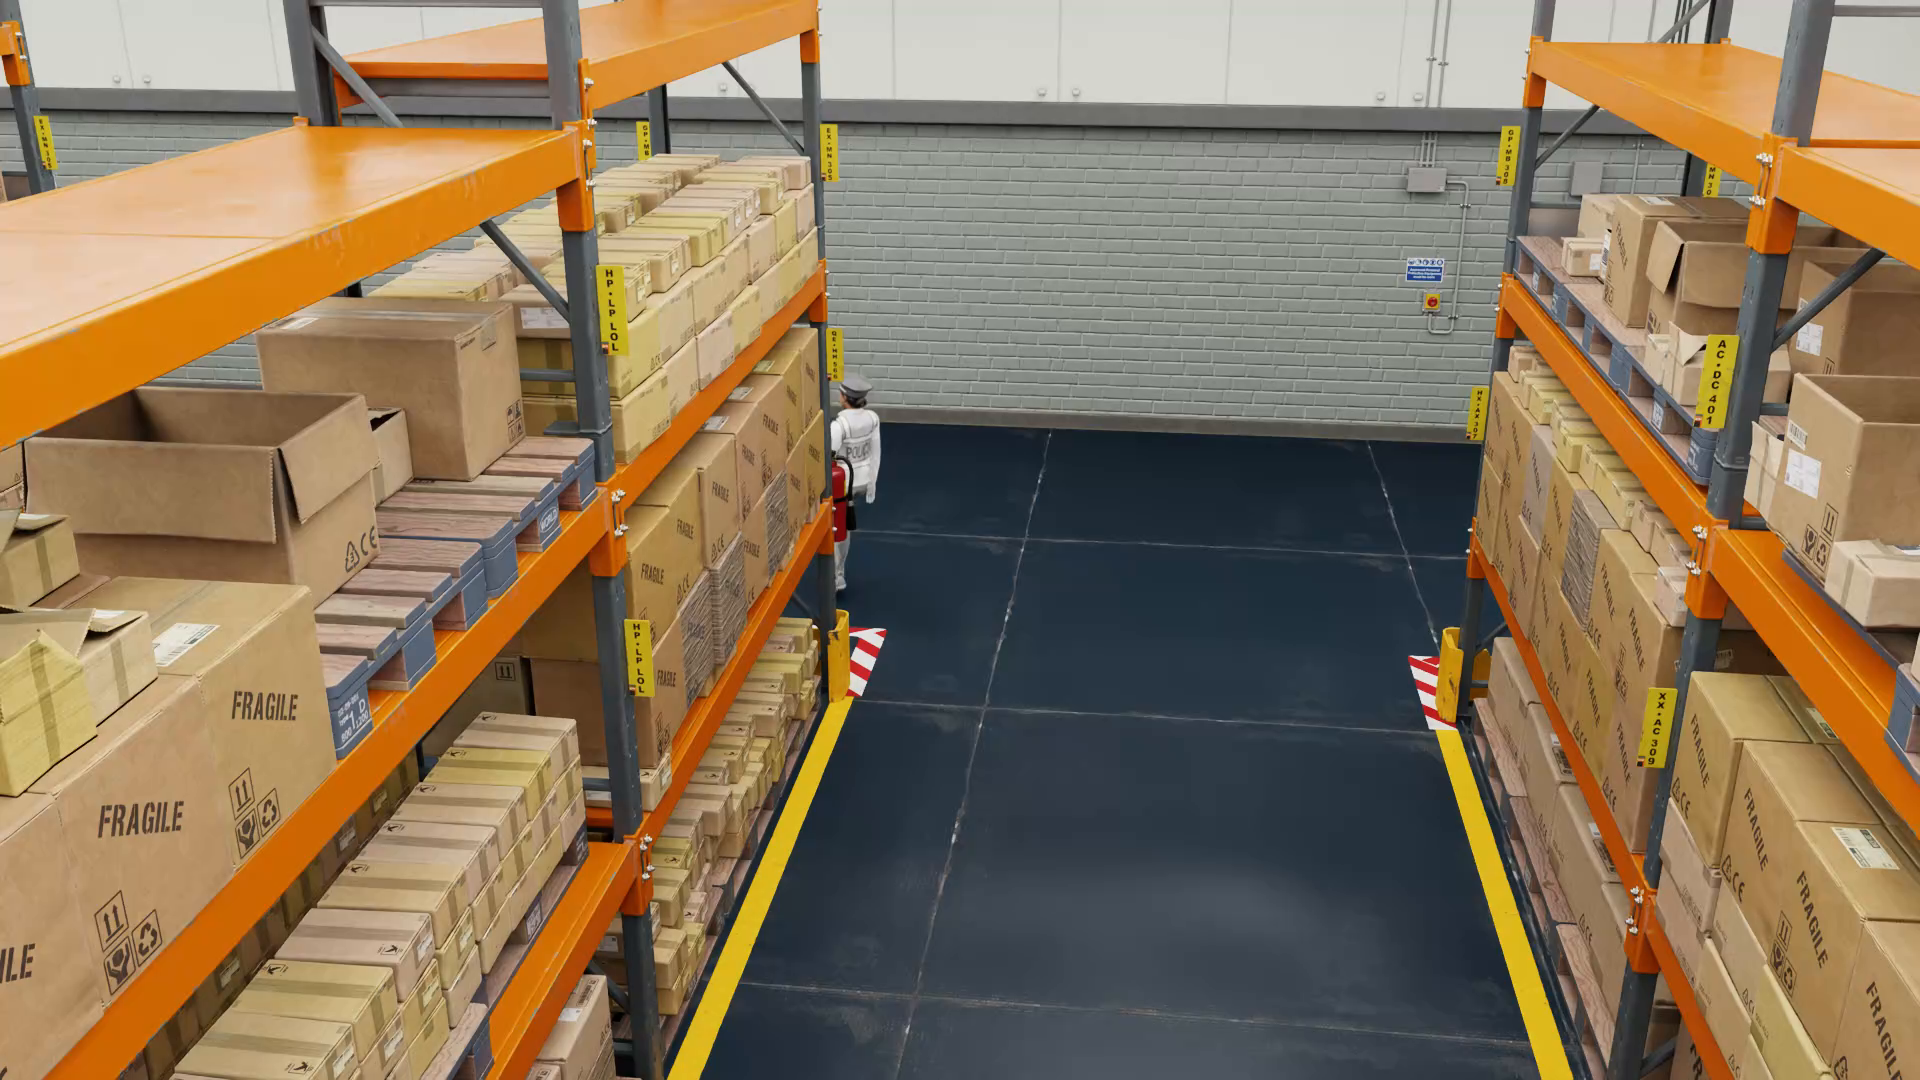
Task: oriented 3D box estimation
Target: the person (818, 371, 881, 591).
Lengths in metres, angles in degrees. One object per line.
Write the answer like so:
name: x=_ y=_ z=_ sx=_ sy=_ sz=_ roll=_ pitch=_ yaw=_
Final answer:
person: x=-0.897 y=-0.389 z=12.121 sx=0.602 sy=1.741 sz=0.536 roll=18 pitch=28 yaw=38
